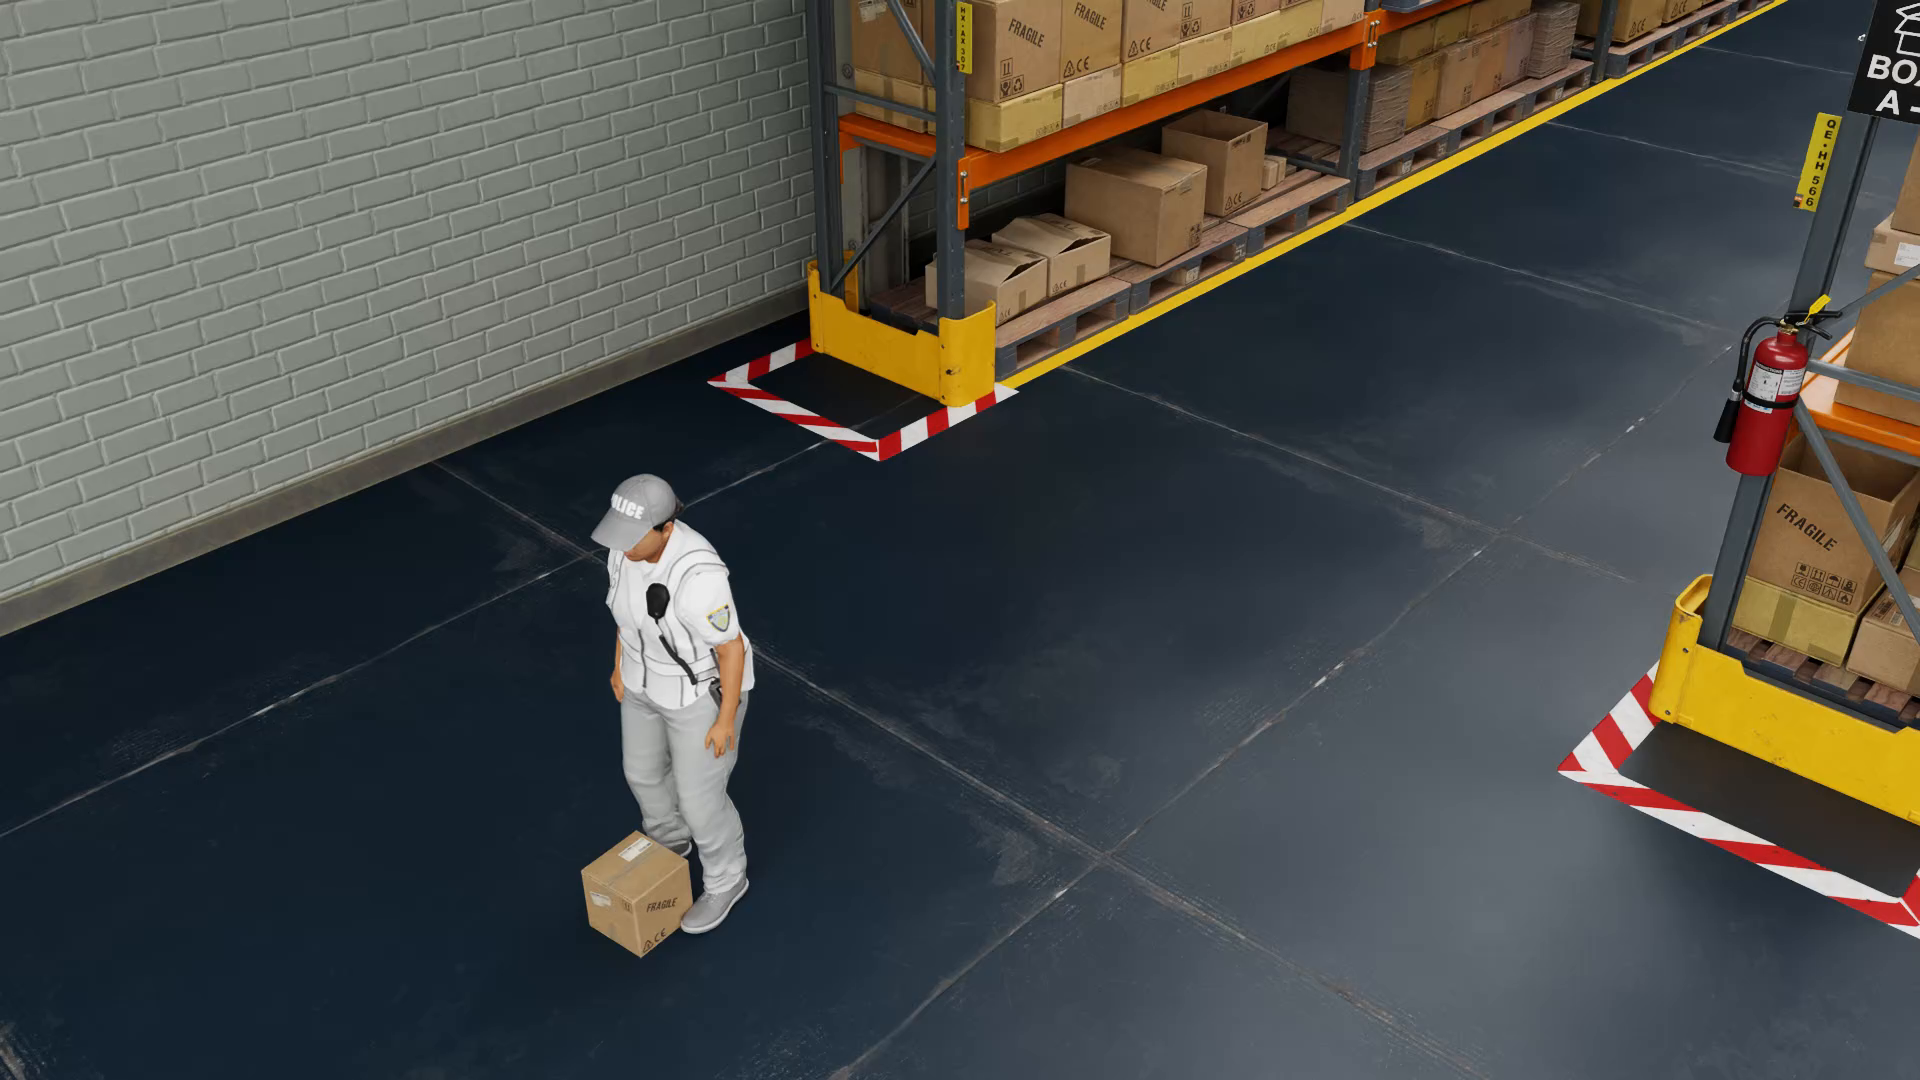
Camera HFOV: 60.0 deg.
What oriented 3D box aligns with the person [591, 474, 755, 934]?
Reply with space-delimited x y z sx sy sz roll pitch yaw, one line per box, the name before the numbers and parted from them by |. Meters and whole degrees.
person | -0.926 0.494 5.323 0.560 1.665 0.470 23 38 32
